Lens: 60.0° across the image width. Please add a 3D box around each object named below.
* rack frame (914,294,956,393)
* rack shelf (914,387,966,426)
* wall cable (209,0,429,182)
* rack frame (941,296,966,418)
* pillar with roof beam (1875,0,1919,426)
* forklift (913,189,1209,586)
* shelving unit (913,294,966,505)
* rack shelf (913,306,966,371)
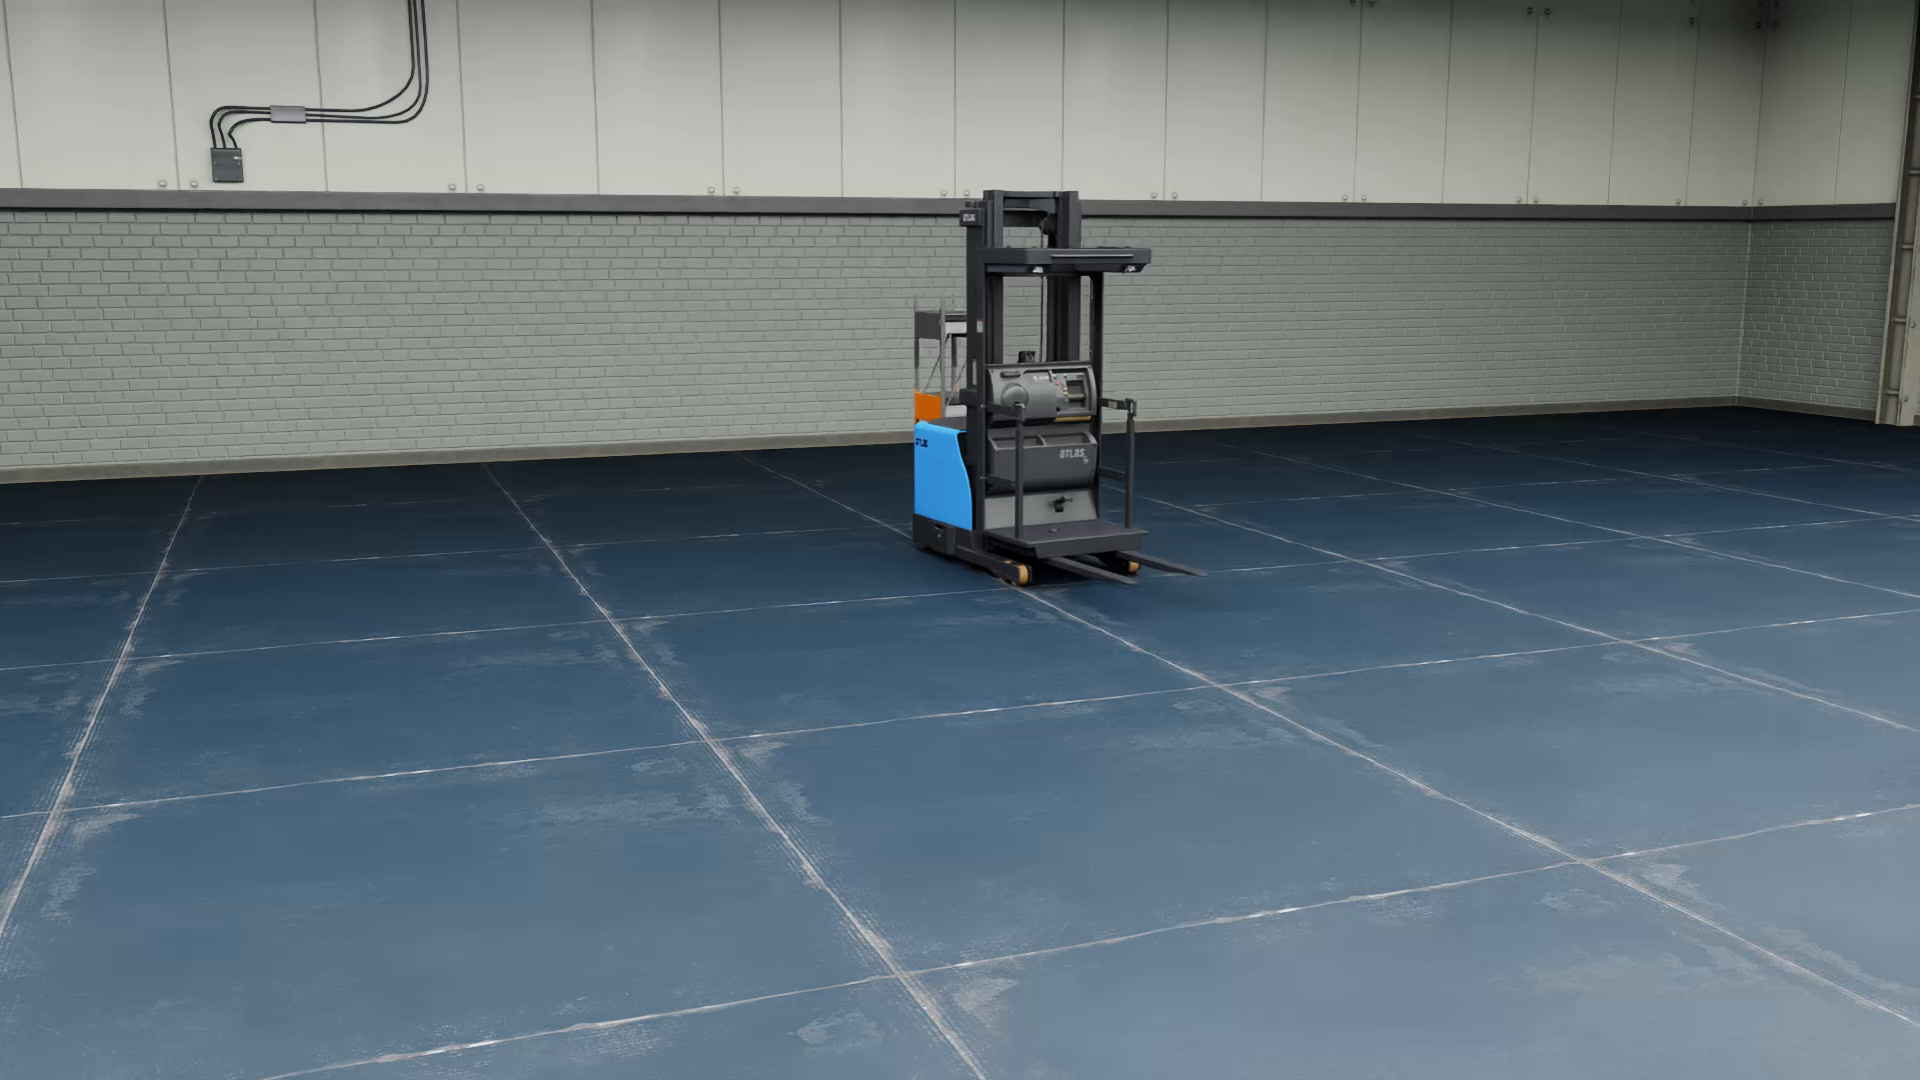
[{"bbox_3d":[-0.215,-1.087,14.534,0.400,2.100,0.015,-5,11,-28],"label":"rack frame"},{"bbox_3d":[-0.099,-1.036,14.326,0.431,0.518,0.480,-5,11,-28],"label":"rack shelf"},{"bbox_3d":[-7.025,-6.920,17.915,2.305,6.003,0.169,-4,11,-21],"label":"wall cable"},{"bbox_3d":[0.017,-1.012,14.112,0.400,2.100,0.015,-5,11,-28],"label":"rack frame"},{"bbox_3d":[9.303,-5.806,21.367,9.100,9.000,0.400,-4,11,-21],"label":"pillar with roof beam"},{"bbox_3d":[0.748,-1.184,12.709,1.130,2.935,3.031,-5,11,-28],"label":"forklift"},{"bbox_3d":[-0.099,-1.049,14.323,0.431,2.100,0.503,-5,11,-28],"label":"shelving unit"},{"bbox_3d":[-0.099,-1.725,14.203,0.431,0.518,0.480,-5,11,-28],"label":"rack shelf"}]
